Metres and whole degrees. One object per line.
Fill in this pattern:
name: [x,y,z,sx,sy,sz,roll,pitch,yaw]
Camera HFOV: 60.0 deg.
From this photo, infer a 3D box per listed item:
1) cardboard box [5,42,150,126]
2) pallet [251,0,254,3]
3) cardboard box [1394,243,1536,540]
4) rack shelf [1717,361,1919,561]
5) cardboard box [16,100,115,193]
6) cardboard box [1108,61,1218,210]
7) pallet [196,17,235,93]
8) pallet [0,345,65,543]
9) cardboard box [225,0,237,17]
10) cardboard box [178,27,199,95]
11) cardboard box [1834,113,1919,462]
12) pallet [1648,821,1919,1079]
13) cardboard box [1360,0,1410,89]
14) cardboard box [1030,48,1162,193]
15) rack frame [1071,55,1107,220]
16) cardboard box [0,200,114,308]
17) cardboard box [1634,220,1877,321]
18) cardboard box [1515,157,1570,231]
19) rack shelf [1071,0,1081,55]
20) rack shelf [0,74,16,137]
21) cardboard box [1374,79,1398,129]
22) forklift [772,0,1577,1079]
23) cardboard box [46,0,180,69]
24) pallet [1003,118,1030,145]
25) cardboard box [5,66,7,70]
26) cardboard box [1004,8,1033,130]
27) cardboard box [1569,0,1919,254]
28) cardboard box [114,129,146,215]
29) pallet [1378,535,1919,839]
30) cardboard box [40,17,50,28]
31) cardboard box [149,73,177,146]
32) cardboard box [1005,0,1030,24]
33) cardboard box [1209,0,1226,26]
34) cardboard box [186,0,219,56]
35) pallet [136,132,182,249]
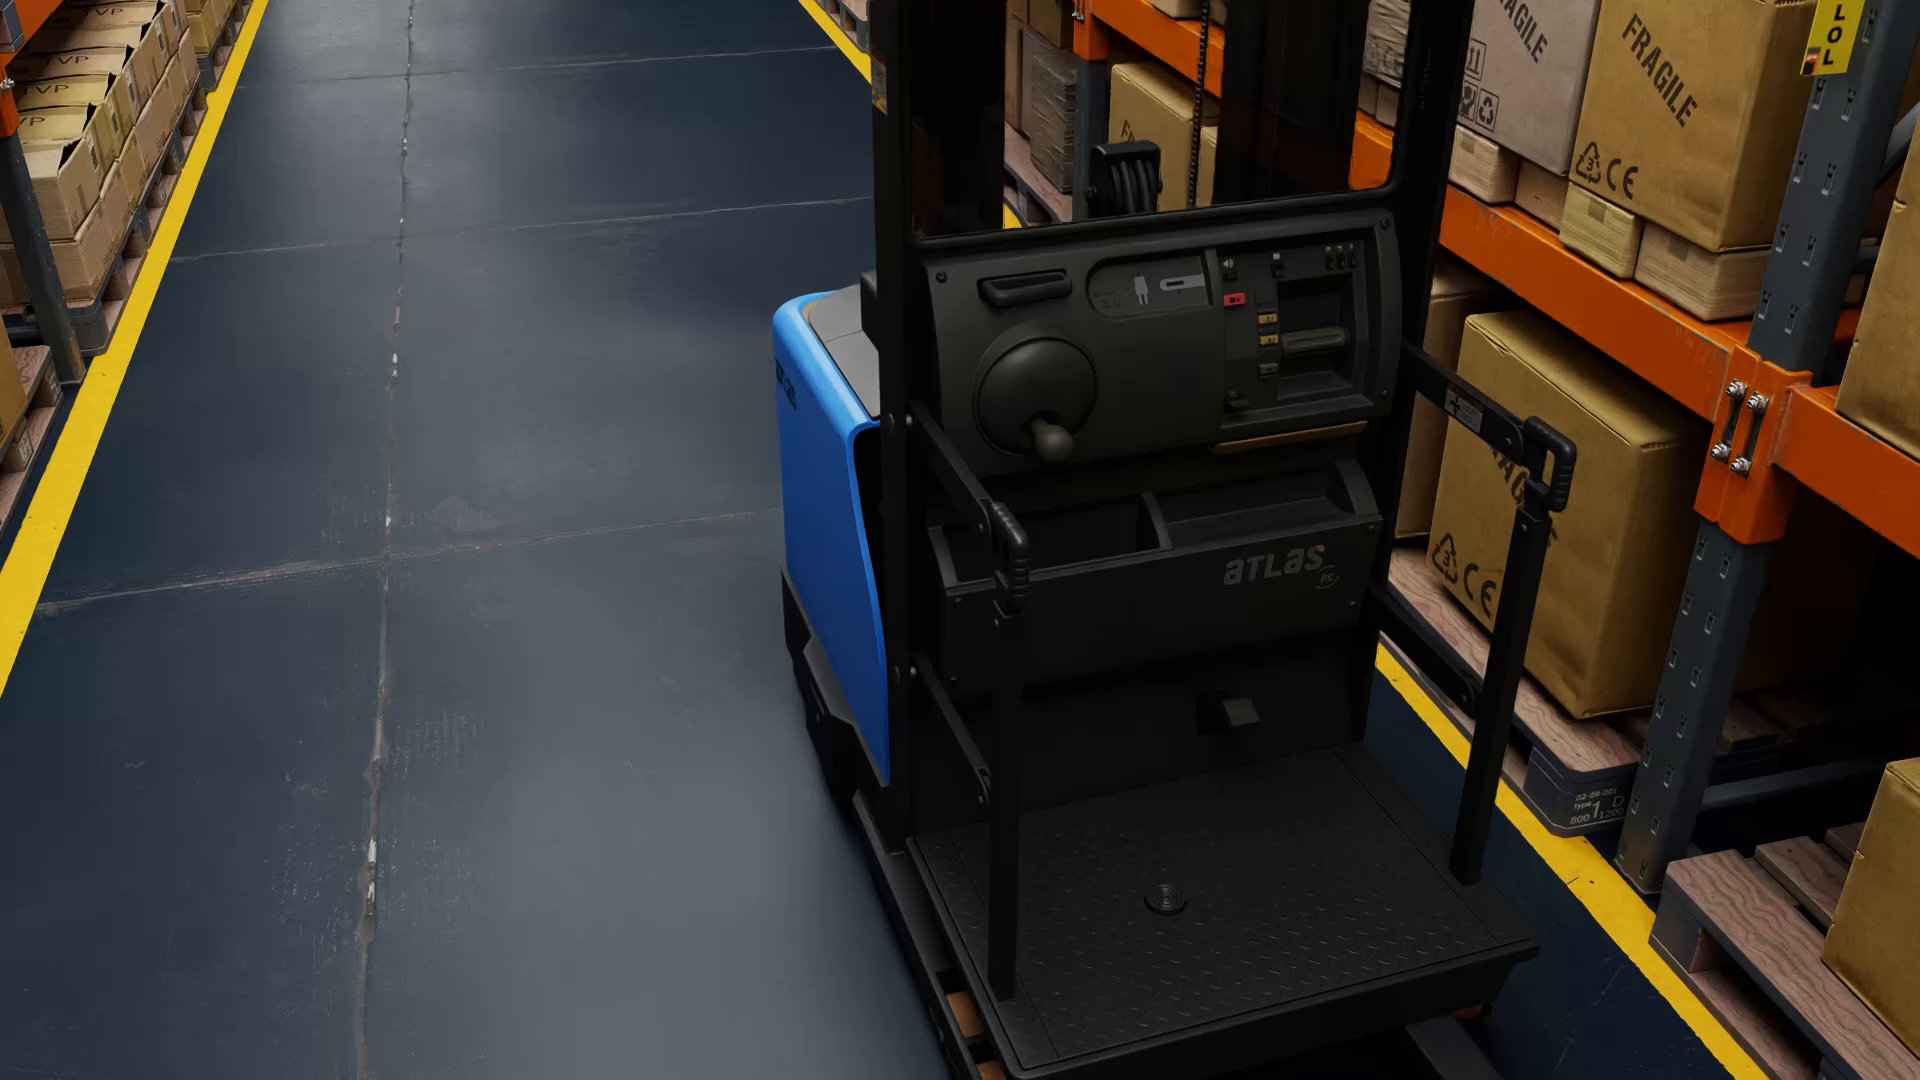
cardboard box: [-4.074,-2.114,7.673,0.500,0.311,0.500,-8,31,-14]
pallet: [-5.680,-4.133,12.180,1.003,0.211,1.213,-8,31,-13]
cardboard box: [1.500,-0.545,4.924,0.750,0.750,0.750,-7,31,-12]
rack shelf: [2.567,0.709,1.749,1.077,0.370,4.000,-8,31,-13]
cardboard box: [-3.803,-1.619,6.818,0.500,0.311,0.500,-9,31,-15]
cardboard box: [1.044,-1.379,6.365,0.750,0.750,0.750,-8,31,-14]
pallet: [-5.032,-2.954,10.143,1.003,0.211,1.213,-8,31,-13]
pallet: [-3.638,-0.267,5.501,1.003,0.211,1.213,-8,31,-13]
cardboard box: [-4.948,-3.512,10.649,0.500,0.250,0.500,-8,31,-13]
cardboard box: [-4.472,-2.602,9.076,0.500,0.250,0.500,-8,31,-14]
cardboard box: [2.165,-0.434,2.706,0.980,0.700,0.700,-7,31,-13]
pallet: [2.163,1.016,3.283,1.003,0.211,1.213,-8,31,-13]
cardboard box: [1.401,-1.427,4.305,0.500,0.500,0.500,-8,31,-13]
cardboard box: [0.734,-1.949,7.680,0.700,0.500,0.500,-7,31,-13]
rack frame: [0.975,-2.500,6.575,1.000,3.000,0.127,-8,31,-13]
cardboard box: [-3.656,-1.123,6.522,0.500,0.250,0.500,-8,31,-13]
cardboard box: [1.674,-0.594,3.512,0.380,0.149,0.250,-8,31,-13]
cardboard box: [1.559,-0.844,3.944,0.380,0.149,0.250,-7,31,-12]
rack shelf: [0.444,-3.155,8.424,1.077,0.370,4.000,-8,31,-13]
rack shelf: [-3.269,-0.562,3.945,1.077,0.370,4.000,-8,31,-13]
cardboard box: [1.379,-1.213,4.582,0.380,0.149,0.250,-9,31,-15]
forklift: [0.462,-0.325,2.886,1.130,2.935,3.031,-9,31,-16]
cardboard box: [-4.334,-2.598,8.510,0.500,0.311,0.500,-7,31,-12]
pallet: [0.449,-2.259,8.942,1.003,0.211,1.213,-8,31,-13]
cardboard box: [-4.583,-2.031,7.530,0.500,0.311,0.500,-7,31,-12]
cardboard box: [0.550,-2.450,8.545,0.700,0.500,0.500,-8,31,-14]
cardboard box: [1.671,-0.938,3.460,0.500,0.500,0.500,-8,31,-14]
cardboard box: [-3.934,-1.616,7.374,0.500,0.250,0.500,-9,31,-15]
pallet: [1.759,0.276,4.562,1.003,0.211,1.213,-8,31,-13]
cardboard box: [-4.864,-2.531,8.394,0.500,0.311,0.500,-8,31,-14]
cardboard box: [-4.203,-2.110,8.227,0.500,0.250,0.500,-7,31,-12]
cardboard box: [0.501,-2.805,8.410,0.500,0.250,0.500,-8,31,-14]
cardboard box: [1.072,-1.843,5.670,0.380,0.149,0.250,-8,31,-14]
cardboard box: [-4.693,-3.028,9.812,0.500,0.250,0.500,-8,31,-13]
pallet: [-4.301,-1.624,7.845,1.003,0.211,1.213,-8,31,-13]
